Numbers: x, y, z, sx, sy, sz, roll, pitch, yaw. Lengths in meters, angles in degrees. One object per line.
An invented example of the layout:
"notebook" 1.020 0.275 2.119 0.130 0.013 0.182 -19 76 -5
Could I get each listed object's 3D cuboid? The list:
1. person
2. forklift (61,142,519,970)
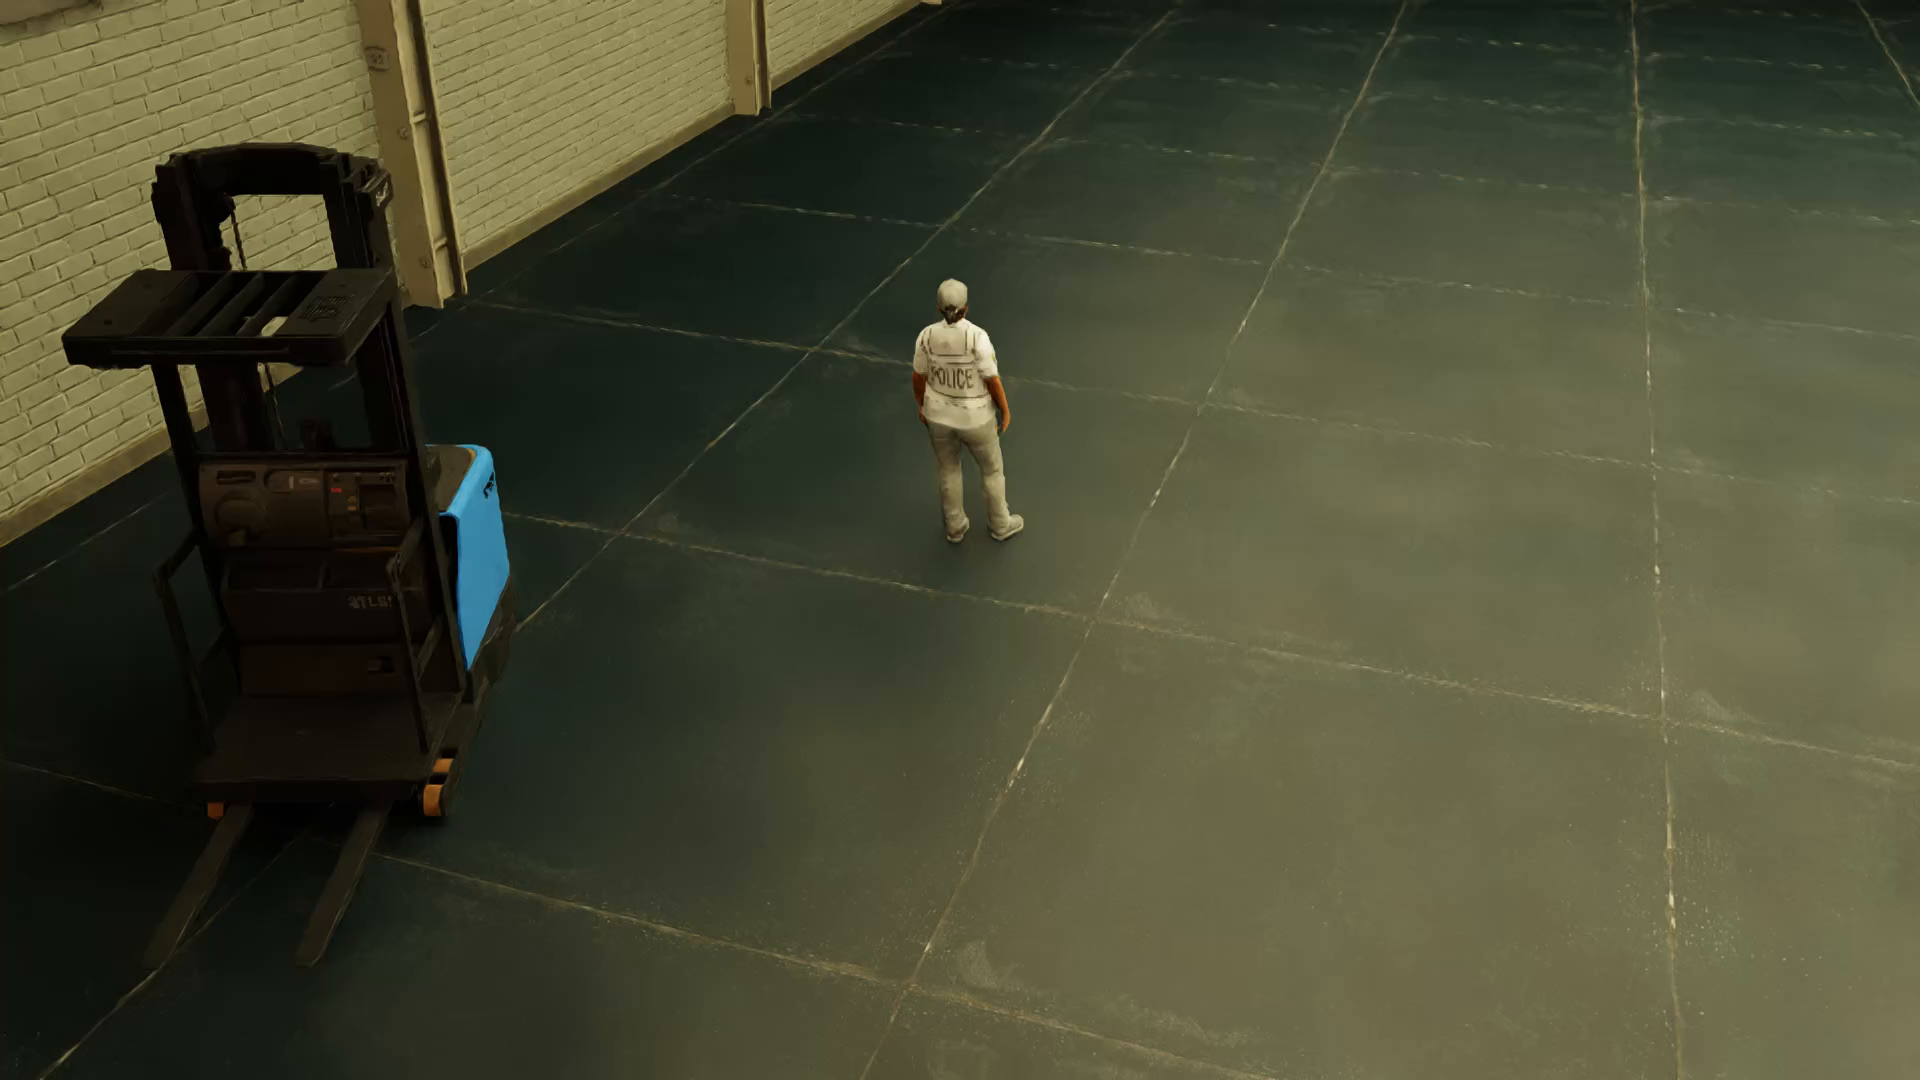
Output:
"person" 0.046 -0.762 9.736 0.598 1.669 0.529 10 31 16
"forklift" -2.960 -0.118 7.344 1.130 2.935 3.031 -1 30 -1
